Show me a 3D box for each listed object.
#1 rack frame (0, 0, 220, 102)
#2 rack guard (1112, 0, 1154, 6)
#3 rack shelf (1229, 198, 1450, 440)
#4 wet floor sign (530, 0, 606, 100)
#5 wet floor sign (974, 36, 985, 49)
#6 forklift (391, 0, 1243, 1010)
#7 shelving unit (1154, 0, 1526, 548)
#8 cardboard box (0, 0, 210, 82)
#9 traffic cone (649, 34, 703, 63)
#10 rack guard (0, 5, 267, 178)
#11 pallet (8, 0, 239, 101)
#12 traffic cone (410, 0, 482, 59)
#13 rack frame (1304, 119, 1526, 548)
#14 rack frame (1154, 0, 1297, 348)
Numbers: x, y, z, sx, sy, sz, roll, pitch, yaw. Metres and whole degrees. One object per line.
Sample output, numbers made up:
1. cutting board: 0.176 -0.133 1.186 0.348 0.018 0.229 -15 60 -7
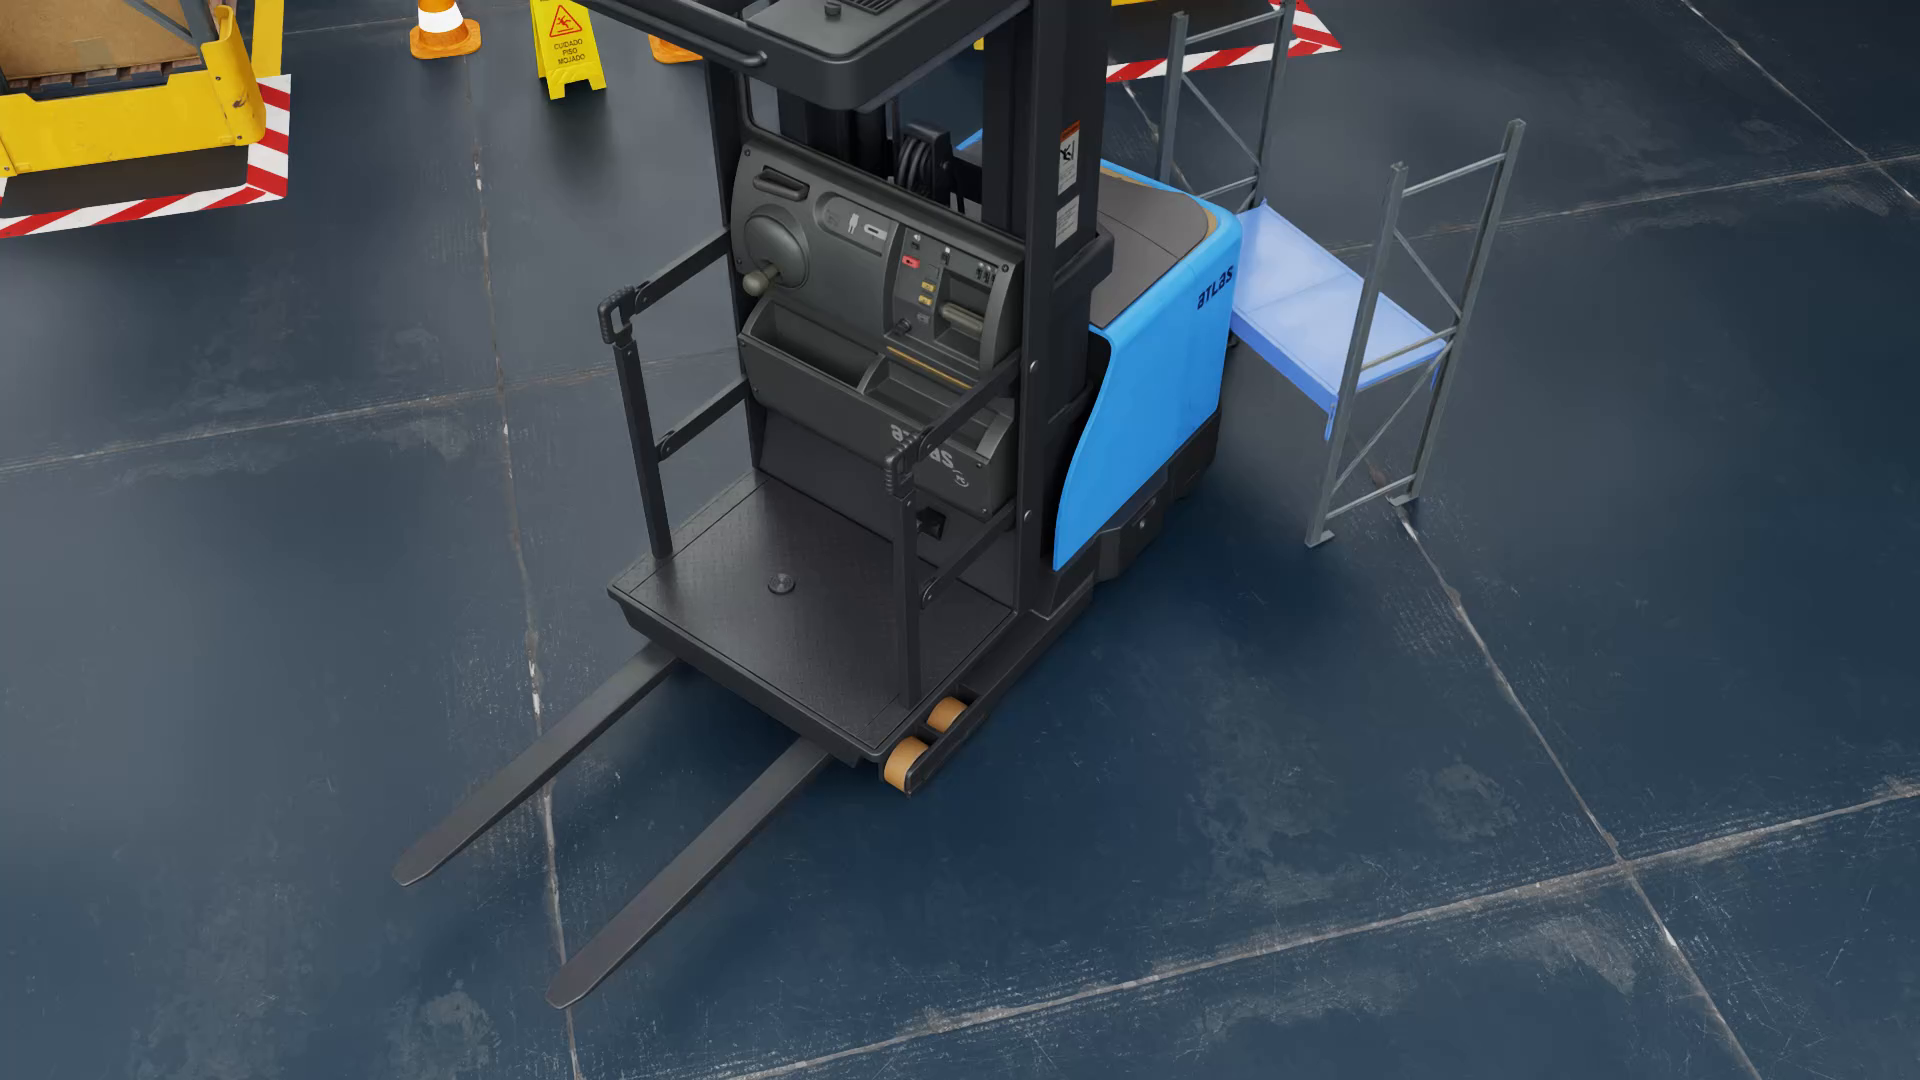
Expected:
1. rack frame: -3.757 -2.875 6.467 1.000 3.000 0.127 -11 47 -10
2. rack guard: 0.983 -3.027 8.367 1.175 0.500 0.348 -11 47 -10
3. rack shelf: 1.147 -0.783 5.713 0.538 0.185 1.000 -23 50 -22
4. wet floor sign: -1.836 -2.393 7.643 0.267 0.644 0.232 -18 48 -17
5. wet floor sign: 0.016 -2.699 7.943 0.267 0.644 0.232 4 46 4
6. forklift: -0.377 -0.671 4.355 1.130 2.935 3.031 28 52 25
7. shelving unit: 1.150 -0.910 5.586 0.538 1.500 1.048 -23 50 -22
8. cardboard box: -3.995 -2.734 7.523 0.875 0.875 0.875 -10 47 -10
9. traffic cone: -1.341 -2.585 7.959 0.336 0.463 0.334 -11 47 -10
10. rack guard: -3.751 -1.983 7.344 1.175 0.500 0.348 -11 47 -10
11. pallet: -4.037 -2.436 7.990 1.003 0.211 1.213 -11 47 -10
12. traffic cone: -2.520 -2.613 7.987 0.336 0.463 0.334 -11 47 -10
13. rack frame: 1.417 -0.602 5.283 0.500 1.500 0.032 -23 50 -22
14. rack frame: 0.882 -1.219 5.888 0.500 1.500 0.032 -23 50 -22
